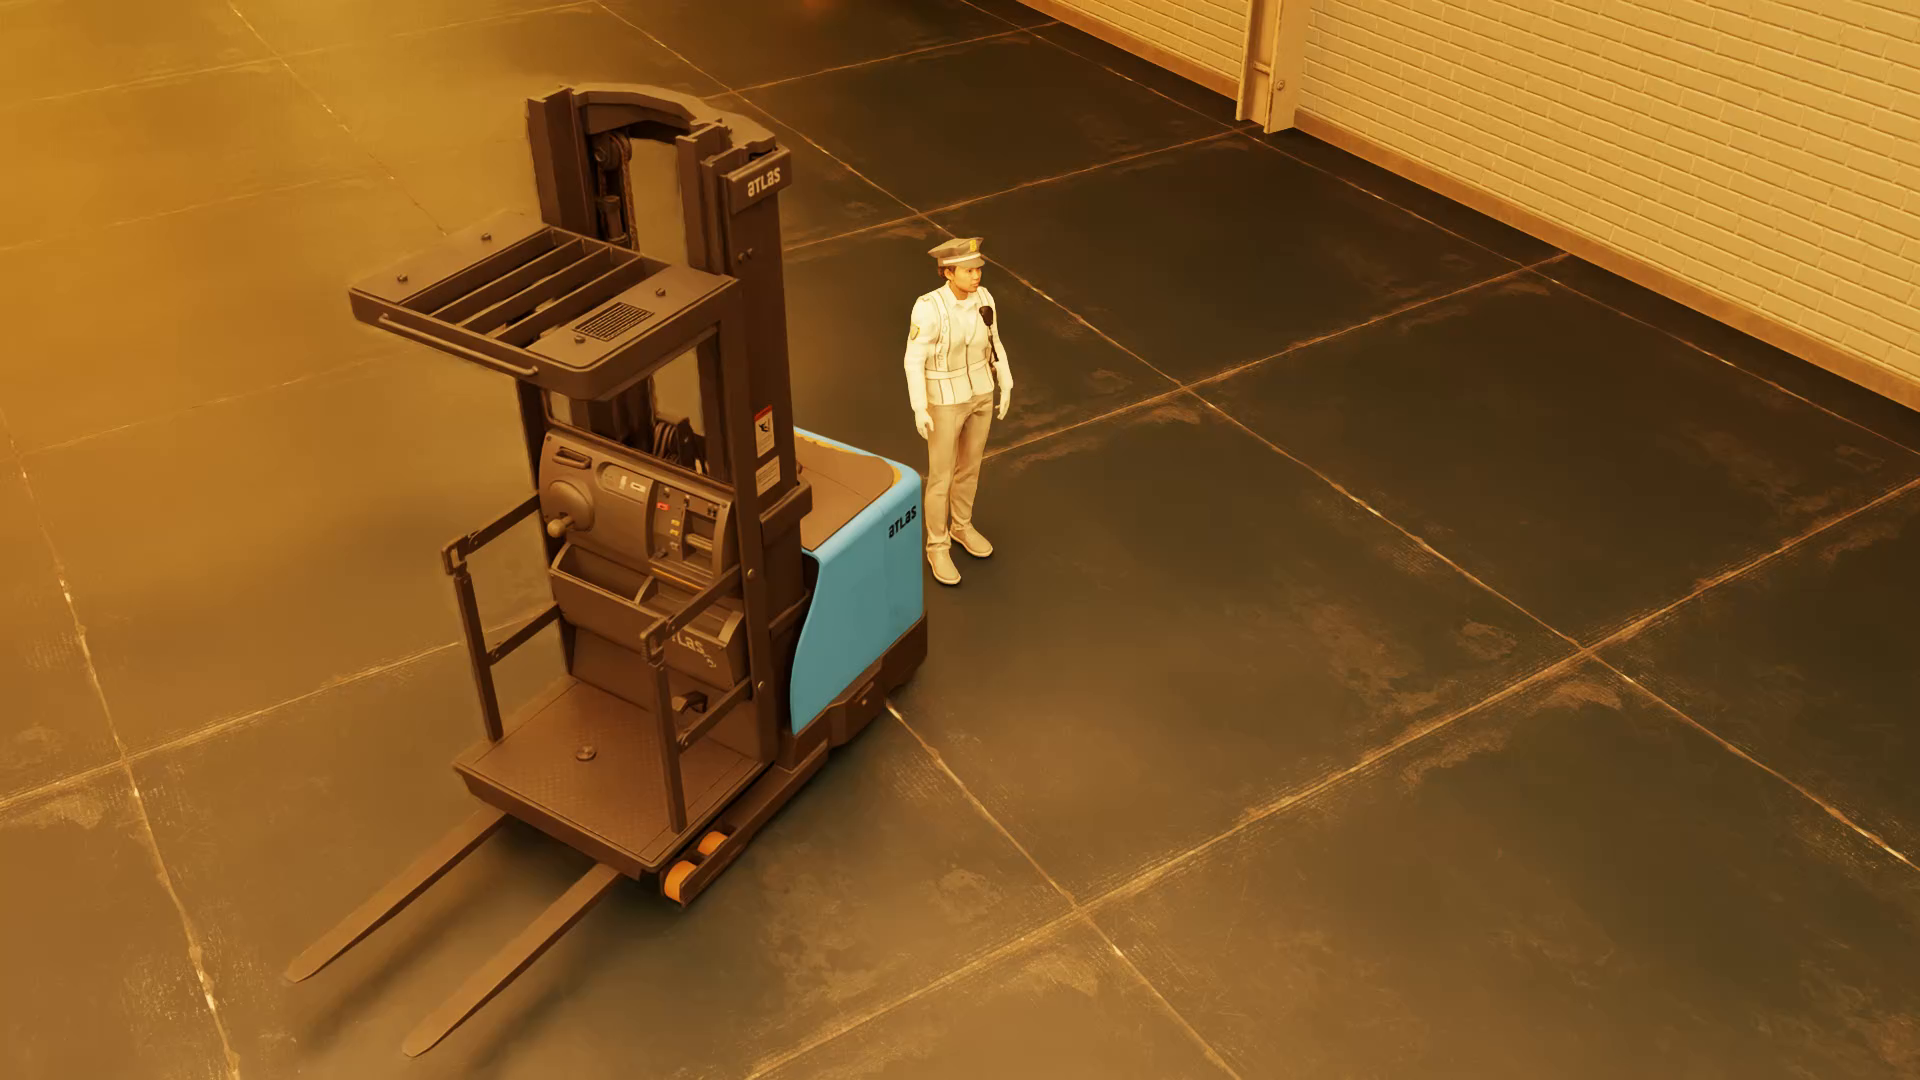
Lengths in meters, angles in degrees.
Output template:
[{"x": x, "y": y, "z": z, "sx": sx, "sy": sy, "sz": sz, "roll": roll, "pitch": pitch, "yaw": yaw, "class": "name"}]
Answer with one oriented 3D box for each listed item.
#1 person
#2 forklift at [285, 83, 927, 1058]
[{"x": 0.032, "y": -0.664, "z": 8.156, "sx": 0.588, "sy": 1.695, "sz": 0.531, "roll": -21, "pitch": 40, "yaw": -27, "class": "person"}, {"x": -1.367, "y": -0.061, "z": 6.234, "sx": 1.130, "sy": 2.935, "sz": 3.031, "roll": 20, "pitch": 40, "yaw": 26, "class": "forklift"}]
